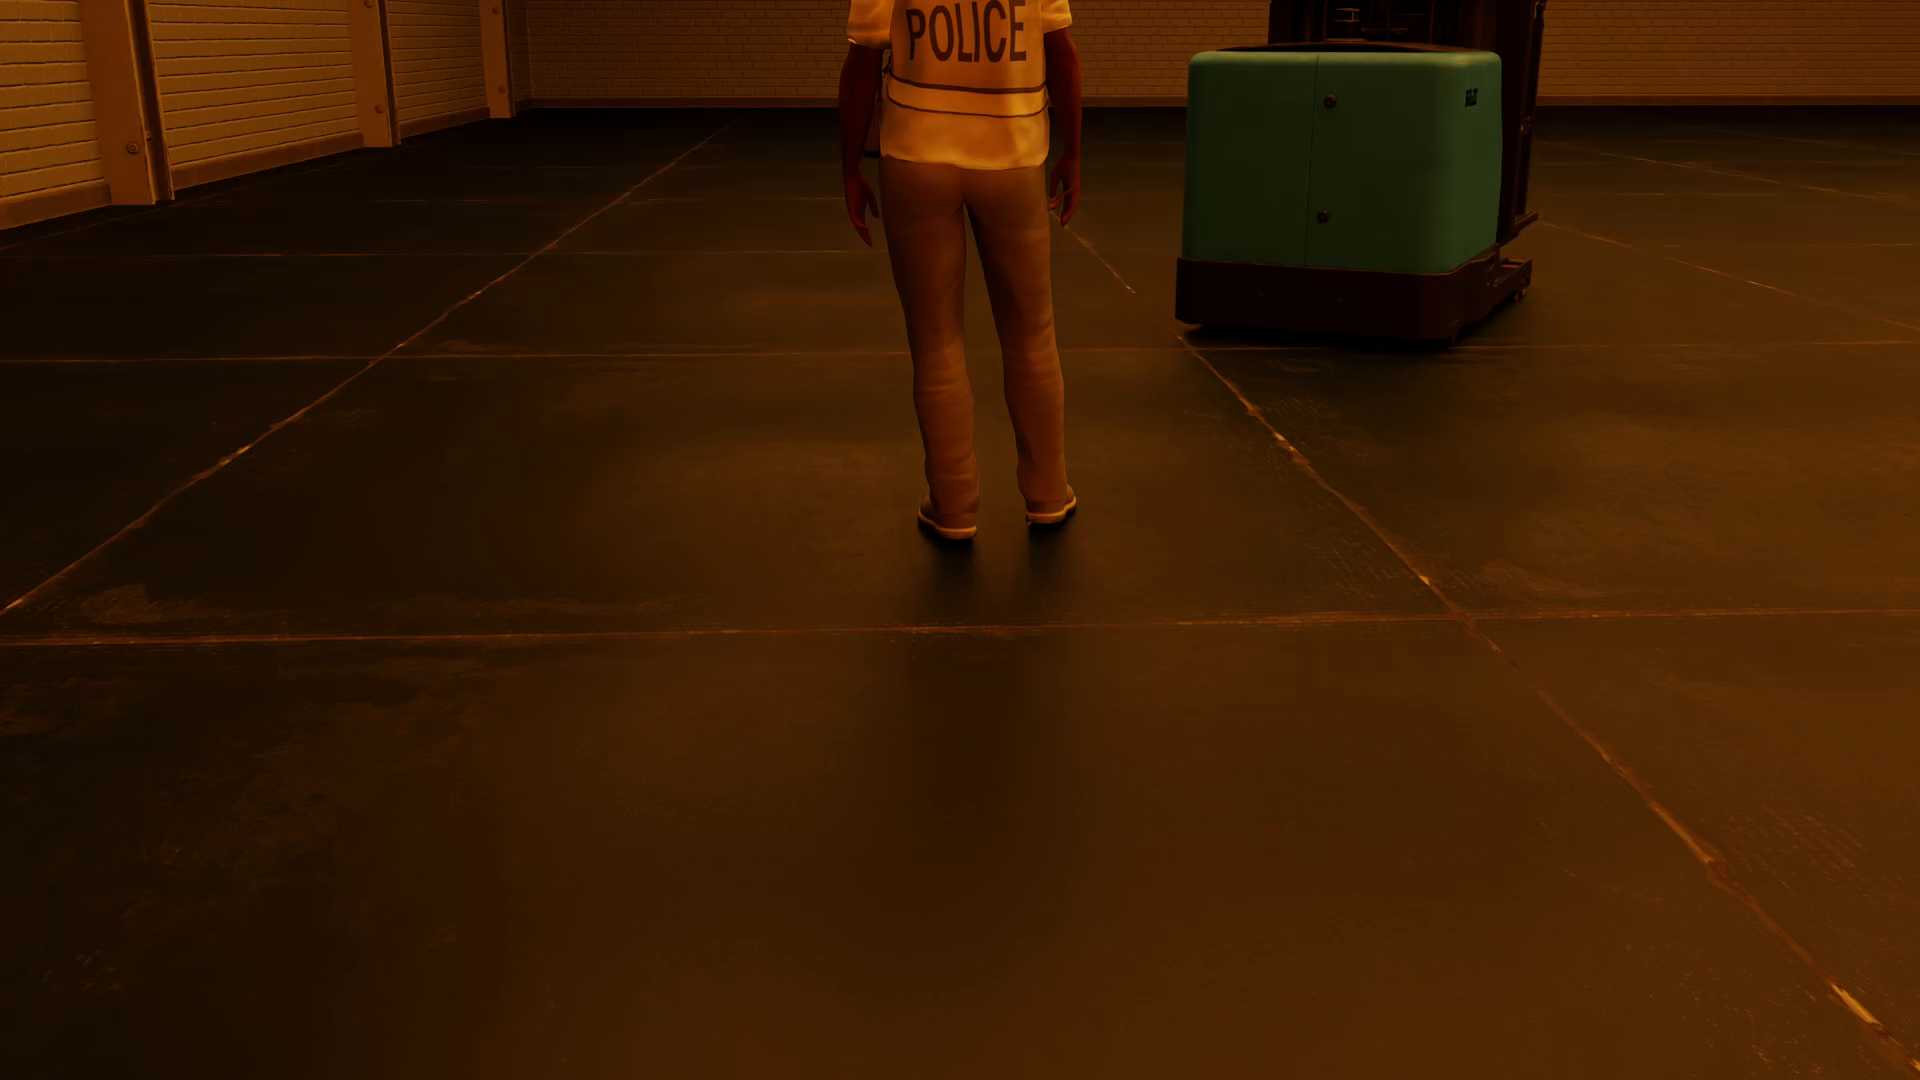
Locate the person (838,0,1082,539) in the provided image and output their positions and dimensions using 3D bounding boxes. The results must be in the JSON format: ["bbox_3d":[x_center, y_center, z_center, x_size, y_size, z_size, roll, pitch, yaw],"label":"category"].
[{"bbox_3d":[0.016,-0.839,3.740,0.569,1.694,0.530,-1,17,-3],"label":"person"}]

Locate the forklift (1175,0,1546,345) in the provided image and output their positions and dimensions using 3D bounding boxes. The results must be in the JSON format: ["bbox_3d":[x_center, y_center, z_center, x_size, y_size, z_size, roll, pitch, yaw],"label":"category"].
[{"bbox_3d":[1.954,-2.513,7.121,1.130,2.935,3.031,8,19,25],"label":"forklift"}]
